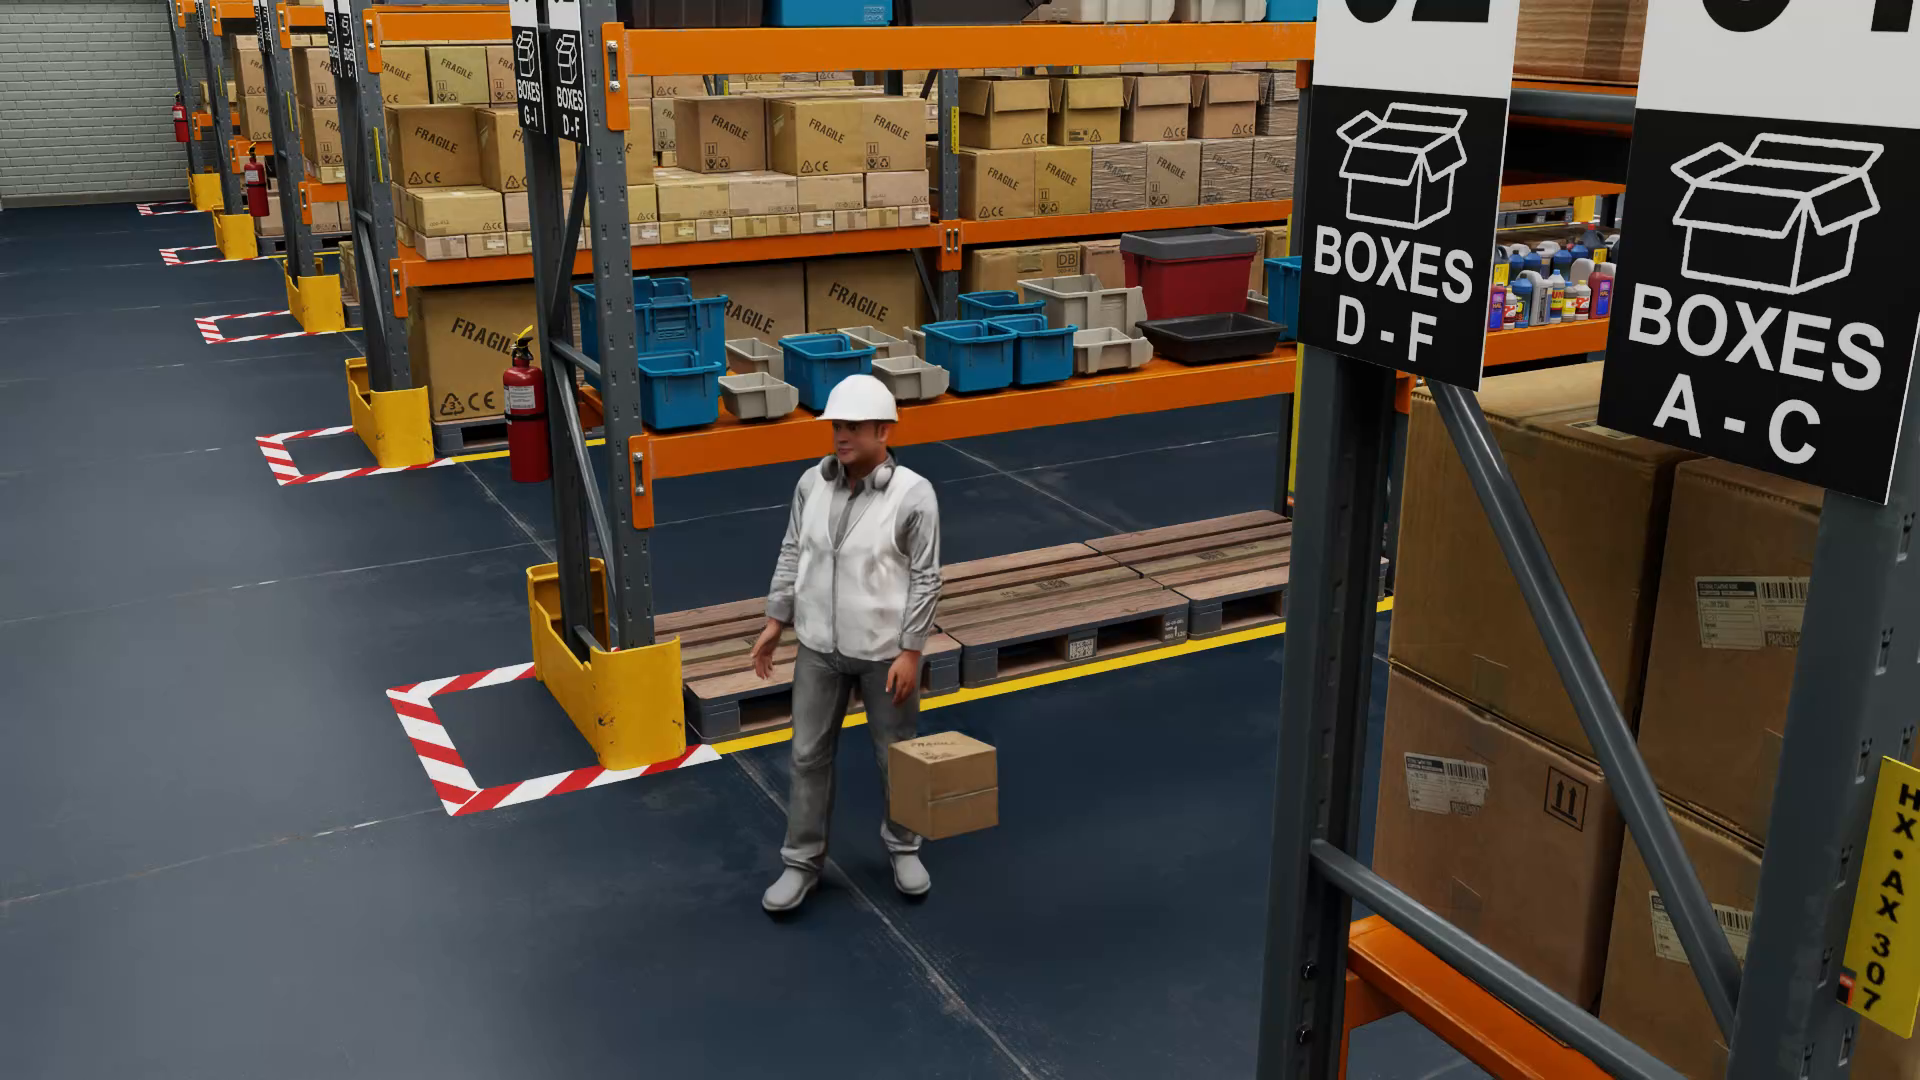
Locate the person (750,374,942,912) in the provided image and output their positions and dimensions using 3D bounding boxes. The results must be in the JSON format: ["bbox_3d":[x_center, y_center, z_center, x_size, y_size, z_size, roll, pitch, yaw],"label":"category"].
[{"bbox_3d":[-0.369,0.353,5.412,0.614,1.773,0.572,7,20,21],"label":"person"}]
